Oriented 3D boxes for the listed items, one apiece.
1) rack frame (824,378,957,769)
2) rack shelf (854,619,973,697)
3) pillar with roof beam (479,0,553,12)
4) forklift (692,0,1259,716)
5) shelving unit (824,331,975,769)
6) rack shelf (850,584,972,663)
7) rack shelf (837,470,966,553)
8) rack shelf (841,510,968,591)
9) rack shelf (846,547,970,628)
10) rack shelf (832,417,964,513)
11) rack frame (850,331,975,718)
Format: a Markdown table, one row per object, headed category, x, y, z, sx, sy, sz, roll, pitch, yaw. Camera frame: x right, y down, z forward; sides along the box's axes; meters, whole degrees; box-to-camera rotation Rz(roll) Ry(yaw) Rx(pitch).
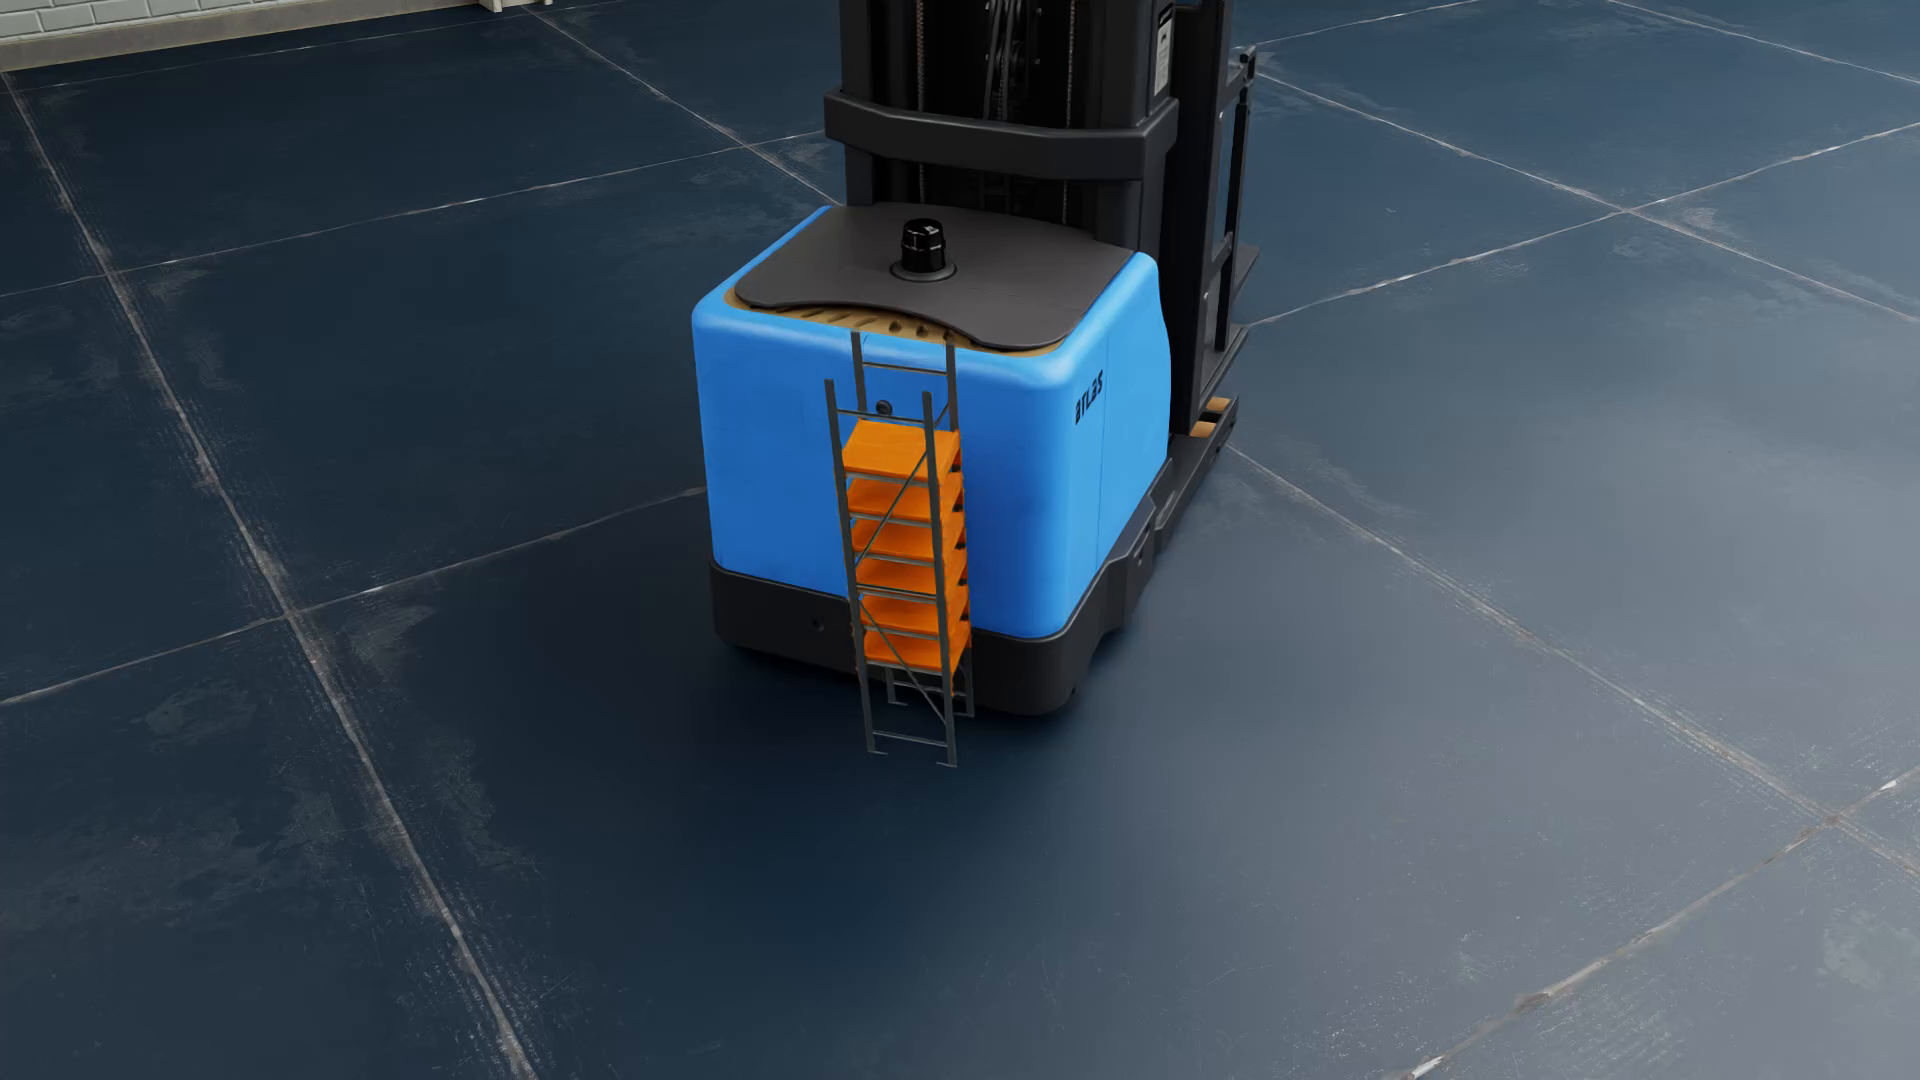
| category | x | y | z | sx | sy | sz | roll | pitch | yaw |
| --- | --- | --- | --- | --- | --- | --- | --- | --- | --- |
| rack frame | -0.151 | 0.122 | 3.944 | 0.240 | 1.200 | 0.006 | 8 | 42 | 13 |
| rack shelf | -0.114 | 0.277 | 4.197 | 0.258 | 0.103 | 0.180 | 8 | 42 | 13 |
| pillar with roof beam | -0.546 | -5.352 | 5.301 | 0.400 | 9.000 | 9.100 | -19 | 37 | -27 |
| forklift | 0.324 | -1.552 | 4.963 | 1.130 | 2.935 | 3.031 | 12 | 34 | 18 |
| shelving unit | -0.127 | 0.063 | 4.010 | 0.258 | 1.200 | 0.189 | 8 | 42 | 13 |
| rack shelf | -0.120 | 0.187 | 4.118 | 0.258 | 0.103 | 0.180 | 8 | 42 | 13 |
| rack shelf | -0.135 | -0.084 | 3.881 | 0.258 | 0.103 | 0.180 | 8 | 42 | 13 |
| rack shelf | -0.130 | 0.006 | 3.960 | 0.258 | 0.103 | 0.180 | 8 | 42 | 13 |
| rack shelf | -0.125 | 0.097 | 4.039 | 0.258 | 0.103 | 0.180 | 8 | 42 | 13 |
| rack shelf | -0.140 | -0.174 | 3.803 | 0.258 | 0.103 | 0.180 | 8 | 42 | 13 |
| rack frame | -0.102 | 0.004 | 4.076 | 0.240 | 1.200 | 0.006 | 8 | 42 | 13 |
